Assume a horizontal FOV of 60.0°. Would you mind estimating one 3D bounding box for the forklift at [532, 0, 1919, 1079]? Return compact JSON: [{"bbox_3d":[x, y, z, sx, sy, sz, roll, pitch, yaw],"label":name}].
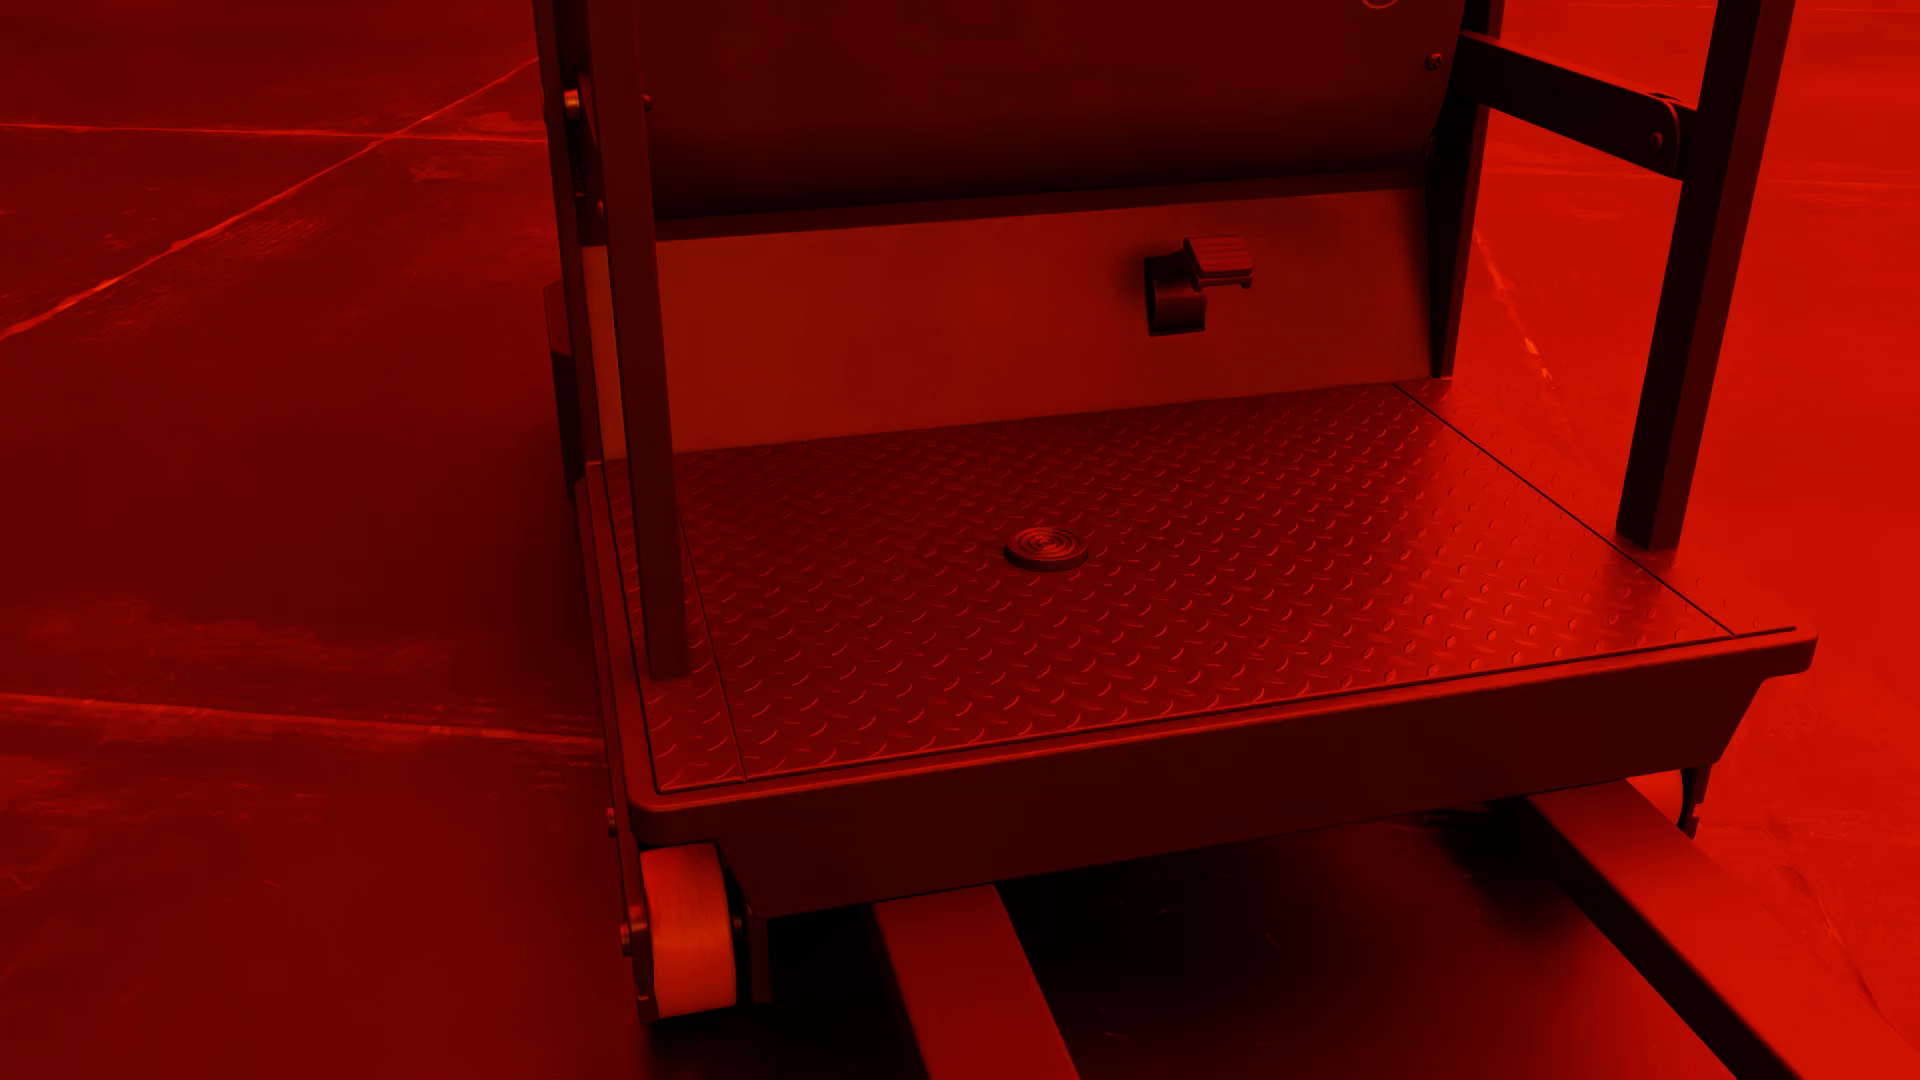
[{"bbox_3d":[0.153,-1.049,1.319,1.130,2.935,3.031,-7,27,-13],"label":"forklift"}]
